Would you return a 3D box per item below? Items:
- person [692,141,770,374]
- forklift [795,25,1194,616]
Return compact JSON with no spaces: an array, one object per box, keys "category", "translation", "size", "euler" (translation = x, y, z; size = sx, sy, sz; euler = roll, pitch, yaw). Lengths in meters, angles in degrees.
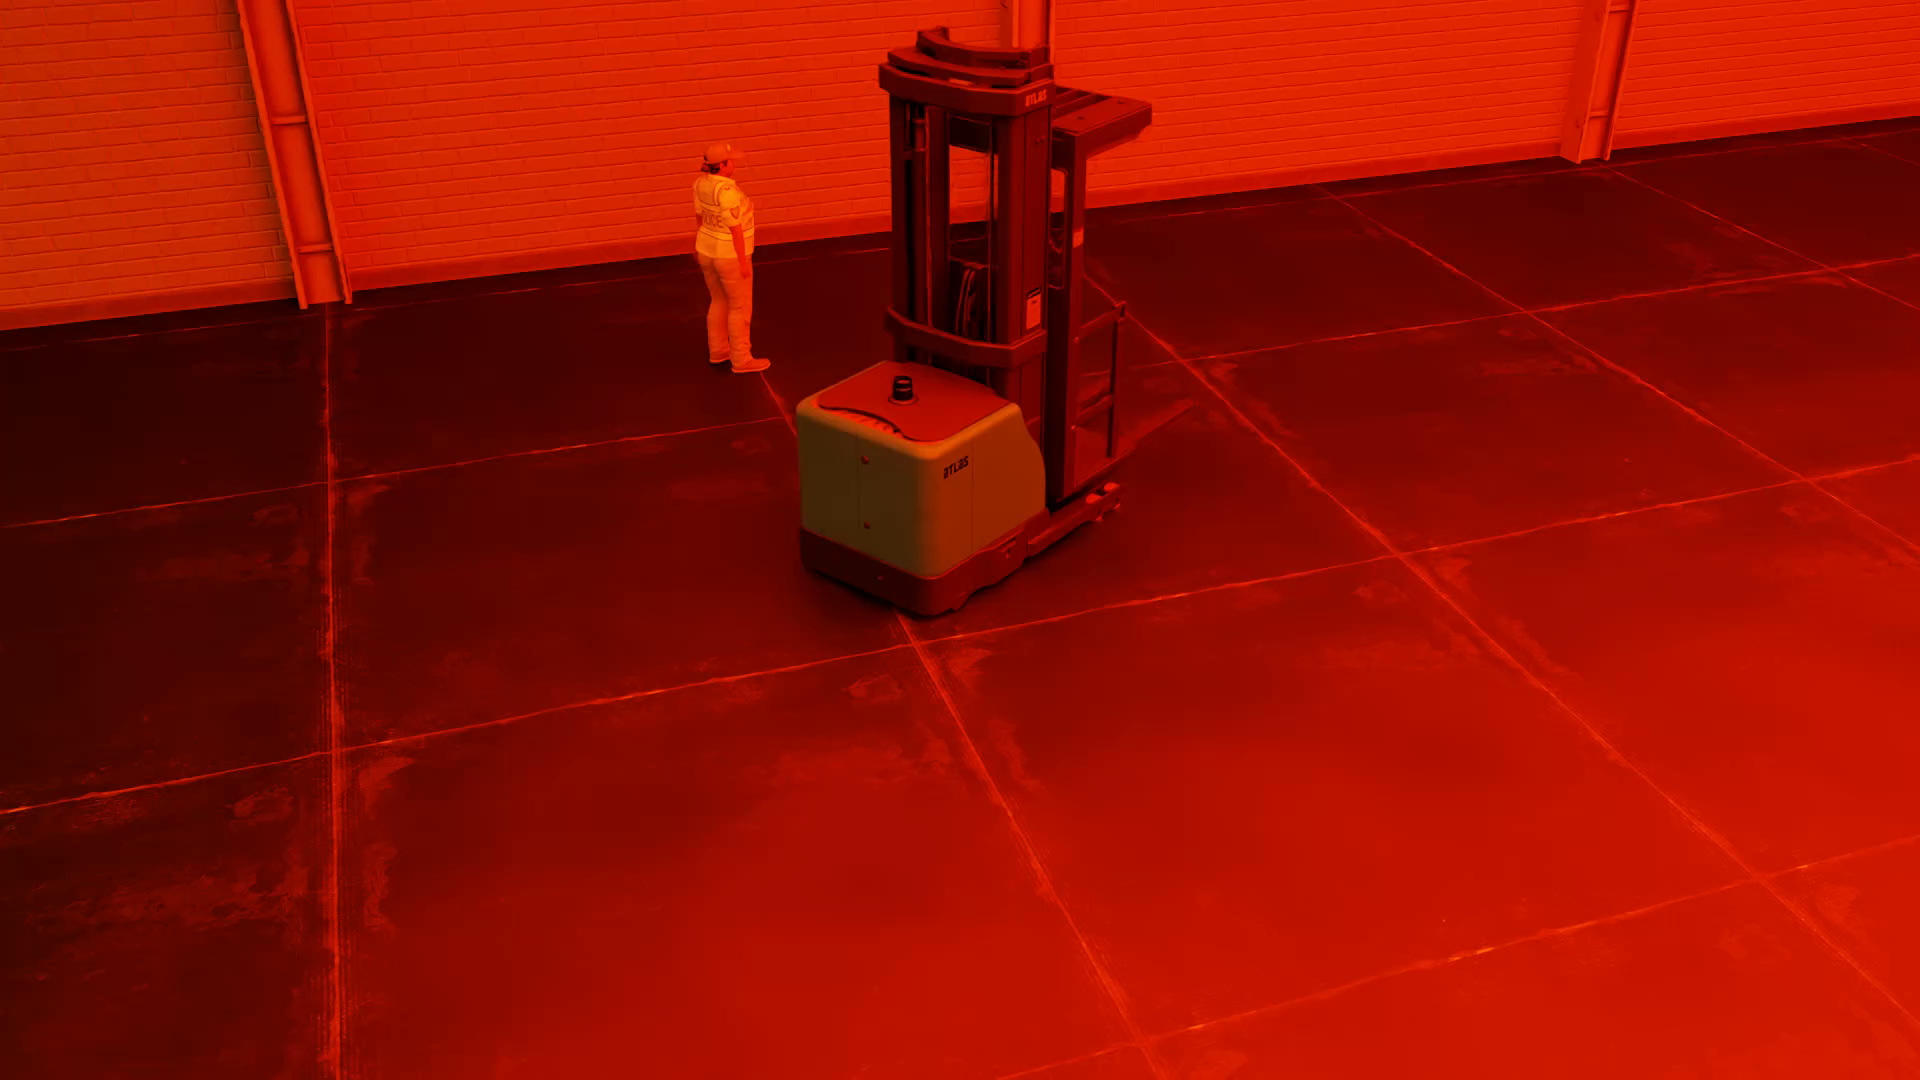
[{"category":"person","translation":[-1.658,-2.023,11.878],"size":[0.389,1.669,0.480],"euler":[-24,38,-36]},{"category":"forklift","translation":[0.378,-1.523,9.735],"size":[1.130,2.935,3.031],"euler":[22,36,33]}]
